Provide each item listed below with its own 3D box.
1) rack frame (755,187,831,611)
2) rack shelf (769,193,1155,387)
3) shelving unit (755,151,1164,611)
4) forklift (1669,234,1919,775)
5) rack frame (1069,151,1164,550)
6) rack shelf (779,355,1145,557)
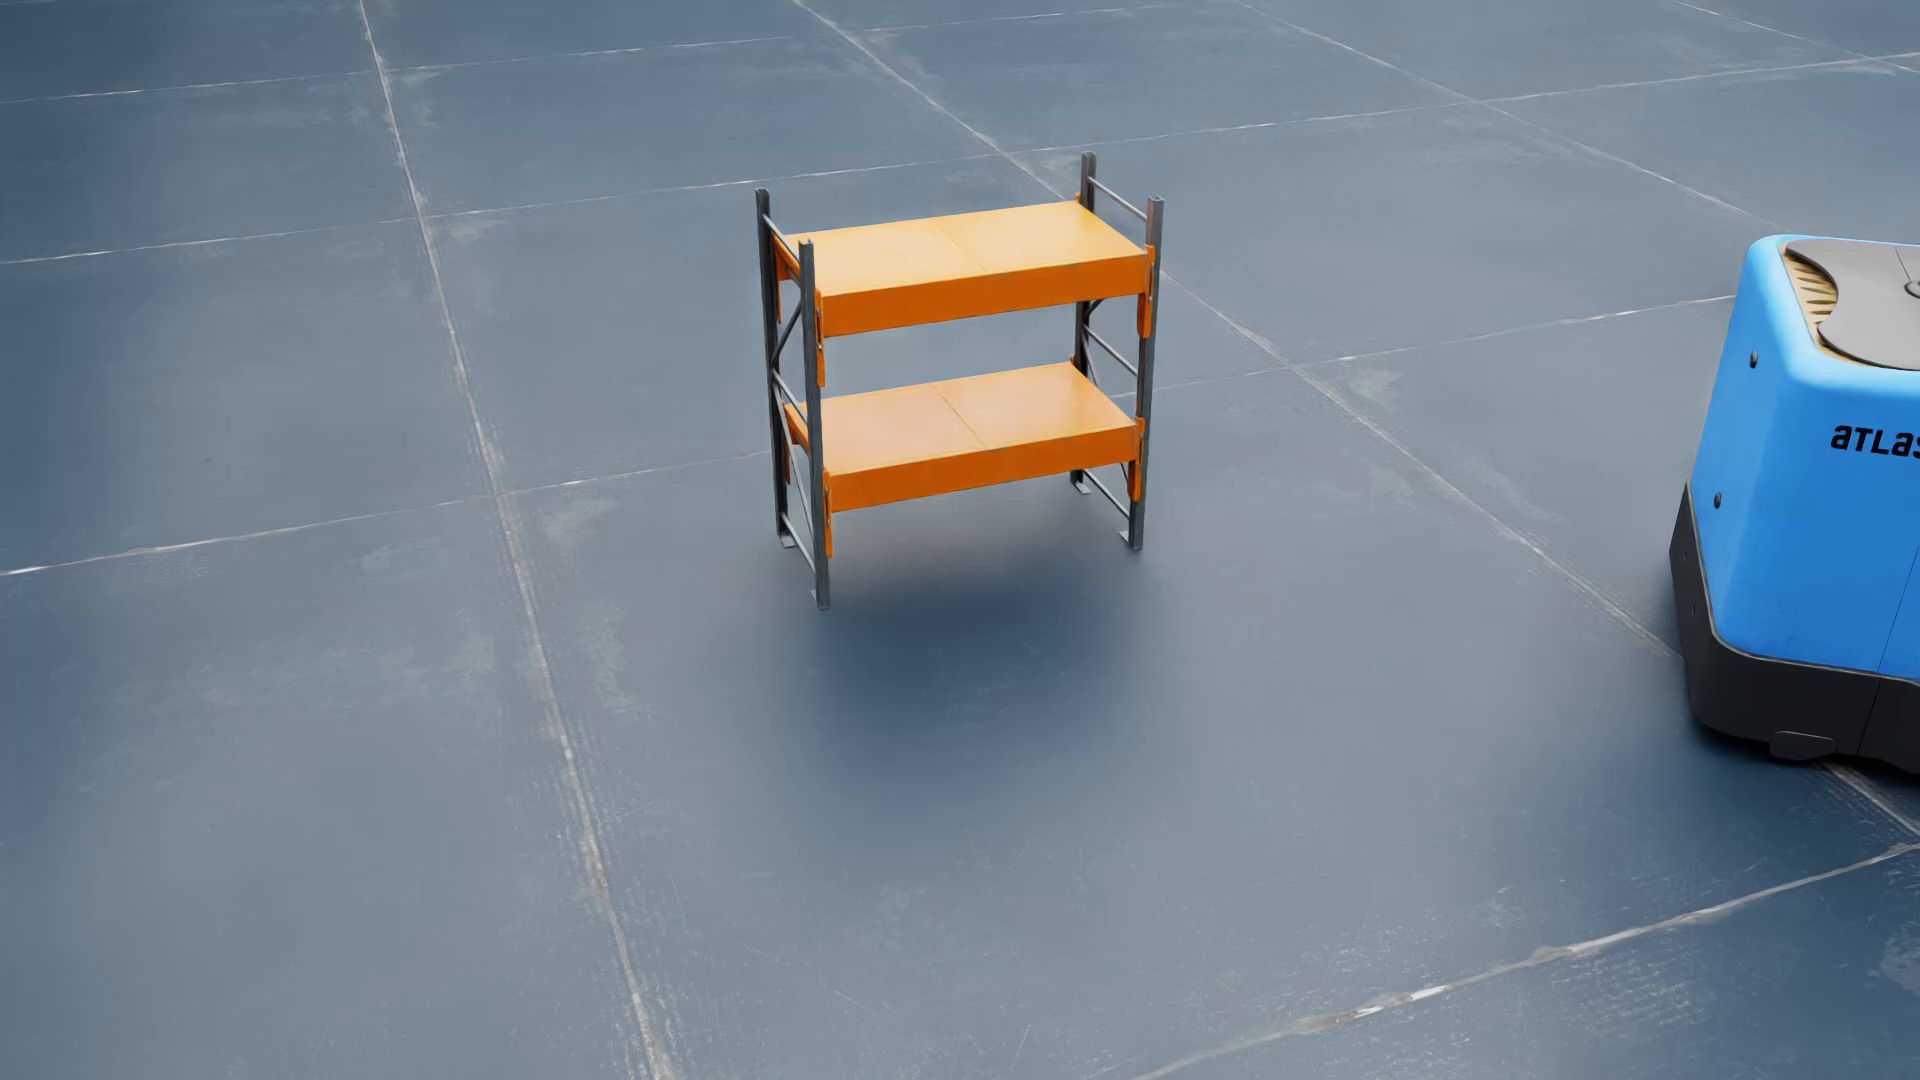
[{"bbox_3d":[-0.483,-0.400,4.815,0.032,1.125,0.500,-10,31,-18],"label":"rack frame"},{"bbox_3d":[-0.006,-0.742,4.825,1.000,0.278,0.538,-10,31,-18],"label":"rack shelf"},{"bbox_3d":[-0.006,-0.488,4.969,1.048,1.125,0.538,-10,31,-18],"label":"shelving unit"},{"bbox_3d":[3.478,-0.758,3.619,3.031,2.935,1.130,8,31,14],"label":"forklift"},{"bbox_3d":[0.470,-0.575,5.124,0.032,1.125,0.500,-10,31,-18],"label":"rack frame"},{"bbox_3d":[-0.006,-0.275,5.091,1.000,0.278,0.538,-10,31,-18],"label":"rack shelf"}]
